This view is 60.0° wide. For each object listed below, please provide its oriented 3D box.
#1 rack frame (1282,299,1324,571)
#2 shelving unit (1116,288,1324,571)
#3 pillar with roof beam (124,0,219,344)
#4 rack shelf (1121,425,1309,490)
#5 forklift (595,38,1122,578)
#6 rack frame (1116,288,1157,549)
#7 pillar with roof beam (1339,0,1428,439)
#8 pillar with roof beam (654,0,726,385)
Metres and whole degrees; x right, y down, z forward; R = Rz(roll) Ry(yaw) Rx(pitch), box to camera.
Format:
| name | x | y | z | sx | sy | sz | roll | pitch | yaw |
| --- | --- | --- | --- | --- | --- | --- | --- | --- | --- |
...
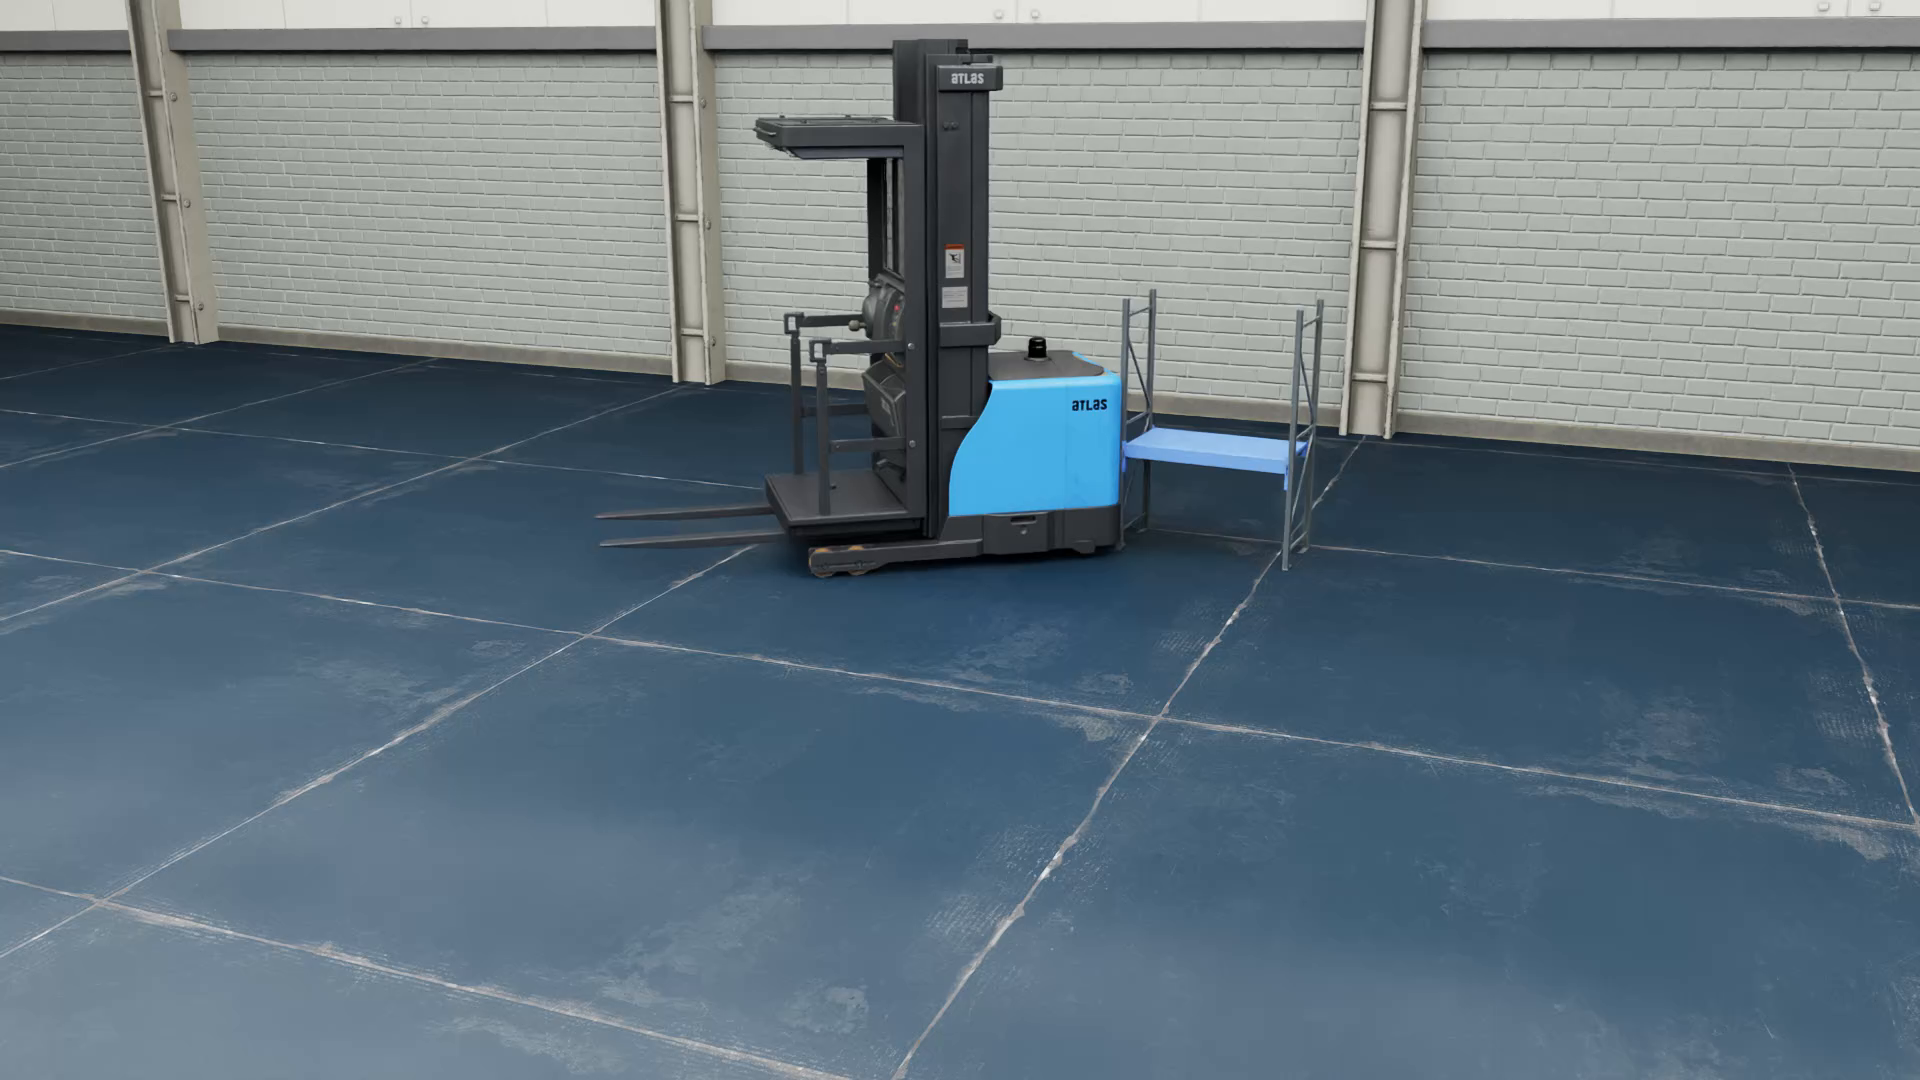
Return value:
| name | x | y | z | sx | sy | sz | roll | pitch | yaw |
| --- | --- | --- | --- | --- | --- | --- | --- | --- | --- |
| rack frame | 1.974 | -0.606 | 9.571 | 0.032 | 1.500 | 0.500 | 8 | 18 | 25 |
| shelving unit | 1.517 | -0.668 | 9.784 | 1.048 | 1.500 | 0.538 | 8 | 18 | 25 |
| pillar with roof beam | -9.537 | -5.277 | 12.209 | 0.400 | 9.000 | 9.100 | 6 | 17 | 21 |
| rack shelf | 1.517 | -0.495 | 9.834 | 1.000 | 0.185 | 0.538 | 8 | 18 | 25 |
| forklift | -0.623 | -1.354 | 9.581 | 3.031 | 2.935 | 1.130 | -4 | 17 | -13 |
| rack frame | 1.060 | -0.730 | 9.997 | 0.032 | 1.500 | 0.500 | 8 | 18 | 25 |
| pillar with roof beam | 1.626 | -4.049 | 7.981 | 0.400 | 9.000 | 9.100 | 6 | 17 | 21 |
| pillar with roof beam | -3.956 | -4.663 | 10.095 | 0.400 | 9.000 | 9.100 | 6 | 17 | 21 |
